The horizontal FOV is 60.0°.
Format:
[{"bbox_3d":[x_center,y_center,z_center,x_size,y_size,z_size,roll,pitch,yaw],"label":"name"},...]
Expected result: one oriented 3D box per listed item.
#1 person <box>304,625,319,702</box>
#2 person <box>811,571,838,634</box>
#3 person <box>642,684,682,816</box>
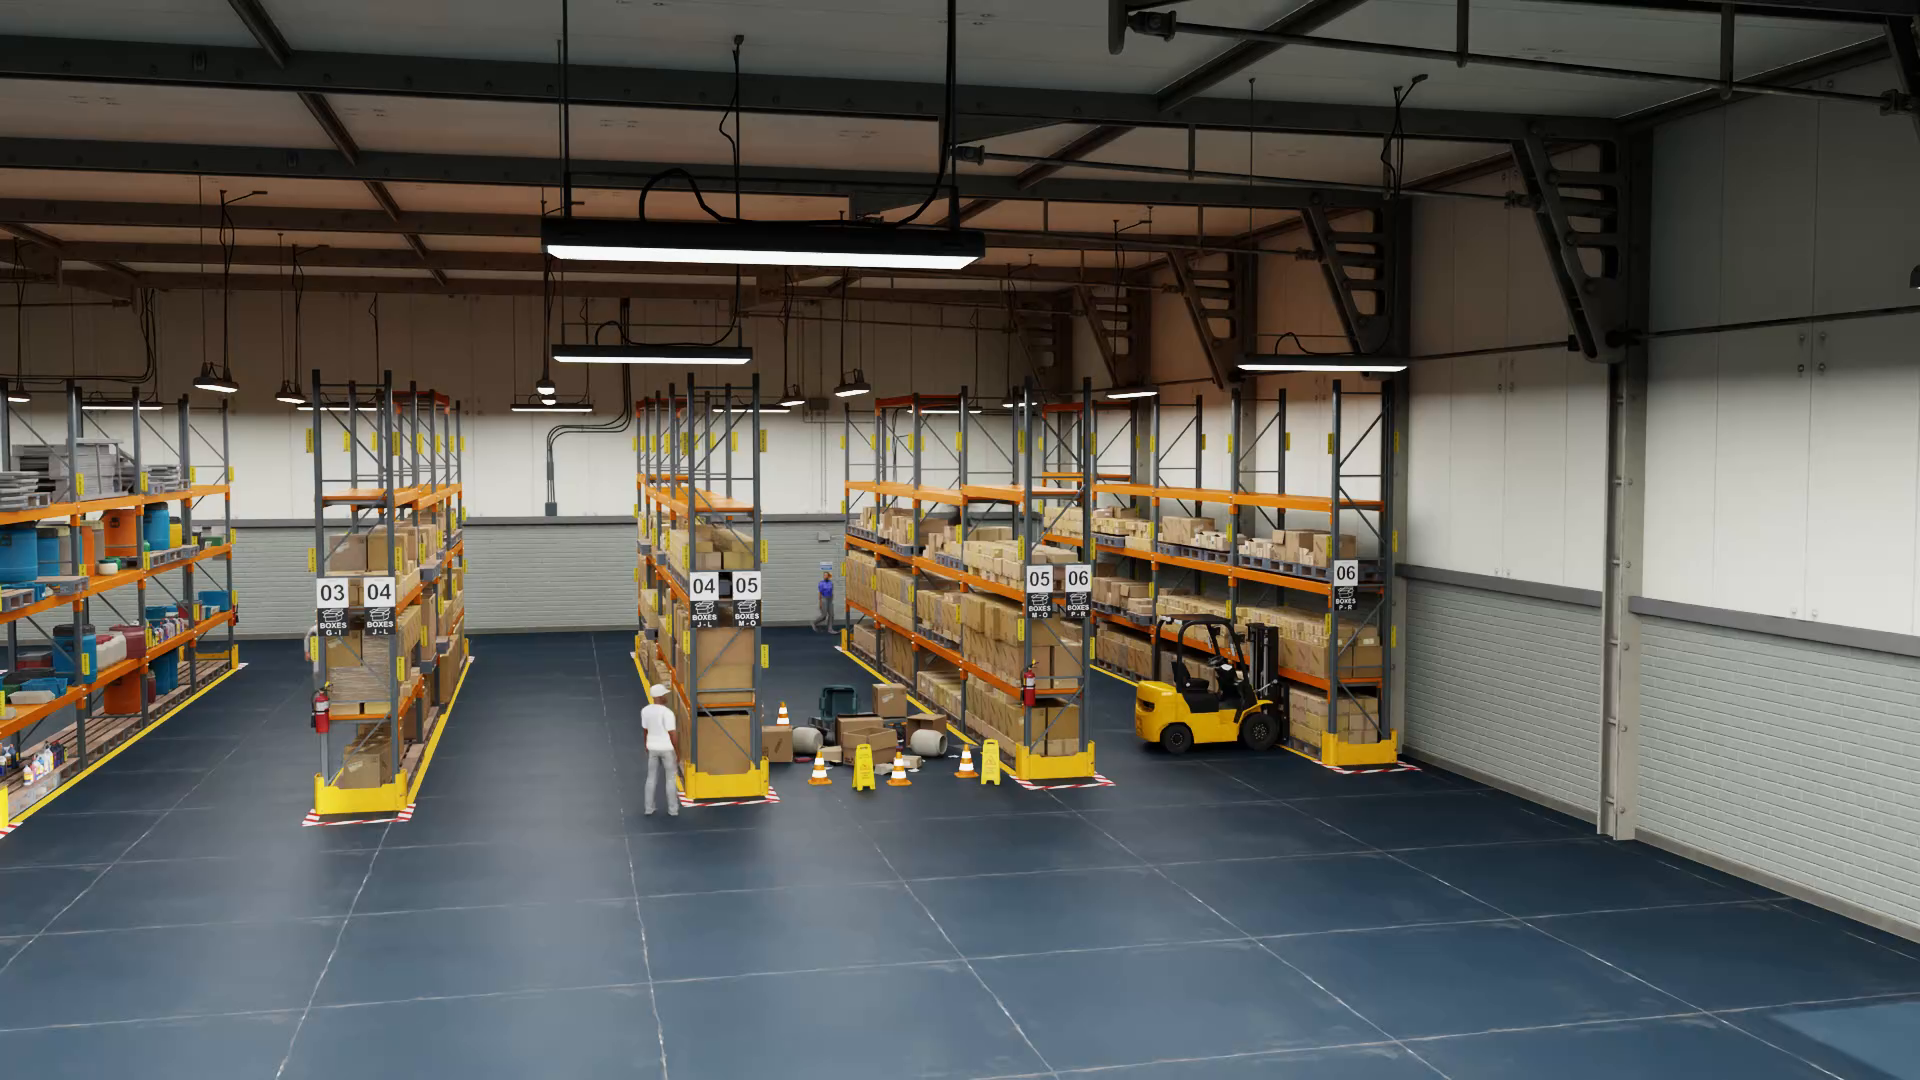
[{"bbox_3d":[-12.503,2.256,32.705,0.731,1.754,0.992,-1,3,-13],"label":"person"},{"bbox_3d":[-3.551,1.641,43.817,0.682,1.645,0.451,2,4,33],"label":"person"},{"bbox_3d":[-4.027,2.821,22.447,0.585,1.767,0.432,1,3,18],"label":"person"}]
